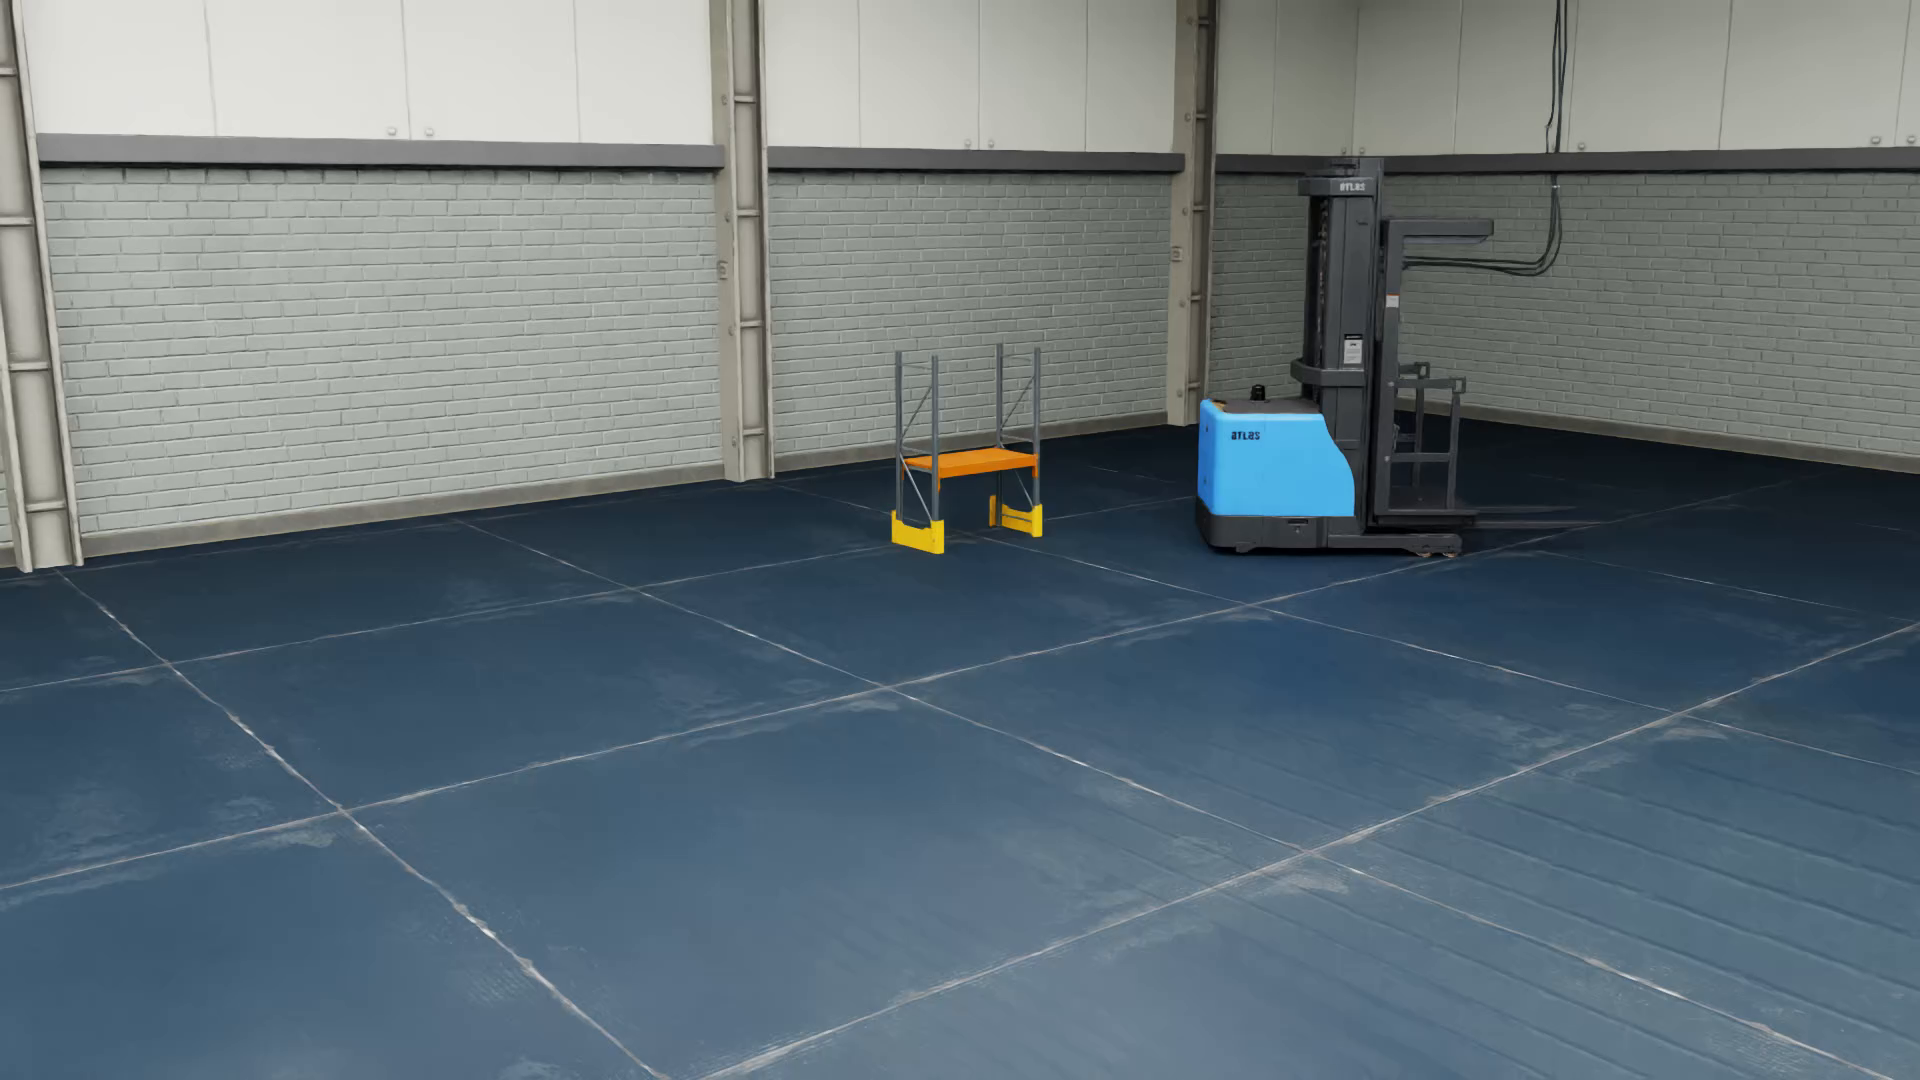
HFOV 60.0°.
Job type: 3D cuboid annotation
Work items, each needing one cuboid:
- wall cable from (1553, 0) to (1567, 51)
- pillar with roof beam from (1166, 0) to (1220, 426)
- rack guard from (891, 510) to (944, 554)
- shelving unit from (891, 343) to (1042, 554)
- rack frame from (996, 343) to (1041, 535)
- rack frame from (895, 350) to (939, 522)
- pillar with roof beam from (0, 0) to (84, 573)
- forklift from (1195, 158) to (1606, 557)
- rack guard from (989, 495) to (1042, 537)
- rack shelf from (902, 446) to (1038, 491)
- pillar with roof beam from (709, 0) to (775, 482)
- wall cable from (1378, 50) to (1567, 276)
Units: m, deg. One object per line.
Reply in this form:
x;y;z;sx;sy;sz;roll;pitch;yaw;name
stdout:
7.483;-6.453;17.171;0.112;2.526;3.097;-9;15;-38;wall cable
5.356;-5.074;15.361;0.400;9.000;9.100;-9;15;-38;pillar with roof beam
-0.329;-0.068;12.845;0.087;0.250;0.587;-9;15;-38;rack guard
0.060;-0.744;13.020;1.083;1.500;0.587;-9;15;-38;shelving unit
0.464;-0.811;13.336;0.032;1.500;0.500;-9;15;-38;rack frame
-0.330;-0.679;12.714;0.032;1.500;0.500;-9;15;-38;rack frame
-4.014;-3.517;8.028;0.400;9.000;9.100;-9;15;-38;pillar with roof beam
3.413;-1.416;12.741;3.031;2.935;1.130;0;12;0;forklift
0.448;-0.197;13.454;0.087;0.250;0.587;-9;15;-38;rack guard
0.067;-0.569;13.062;1.000;0.185;0.538;-9;15;-38;rack shelf
0.671;-4.296;11.694;0.400;9.000;9.100;-9;15;-38;pillar with roof beam
5.793;-4.421;19.762;0.112;2.526;3.097;-9;15;-38;wall cable
